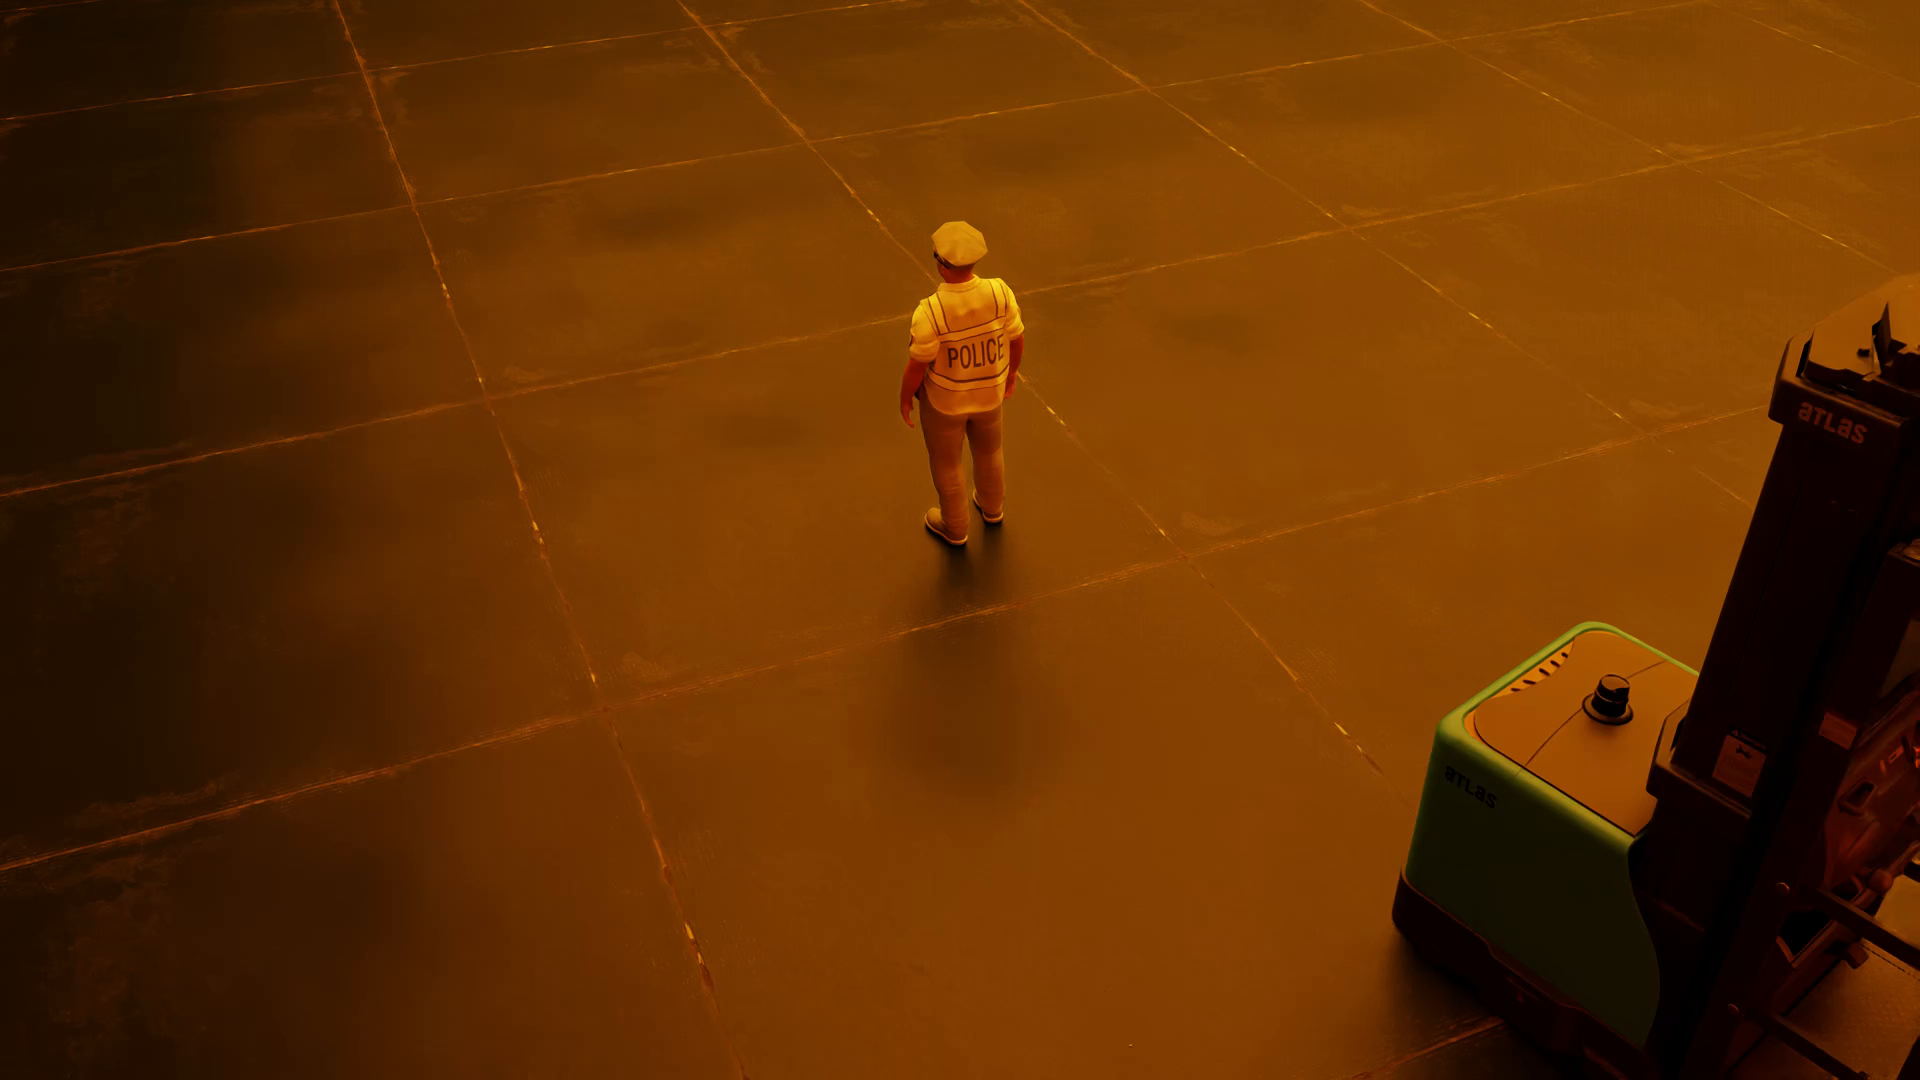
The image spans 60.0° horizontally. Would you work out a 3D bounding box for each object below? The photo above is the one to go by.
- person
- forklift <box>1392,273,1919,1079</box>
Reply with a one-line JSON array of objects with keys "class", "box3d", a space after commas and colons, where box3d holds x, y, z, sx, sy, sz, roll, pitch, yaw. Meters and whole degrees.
[{"class": "person", "box3d": [-0.019, -0.776, 8.169, 0.640, 1.781, 0.575, -14, 38, -19]}, {"class": "forklift", "box3d": [3.003, 0.803, 4.970, 1.130, 2.935, 3.031, -26, 43, -31]}]
